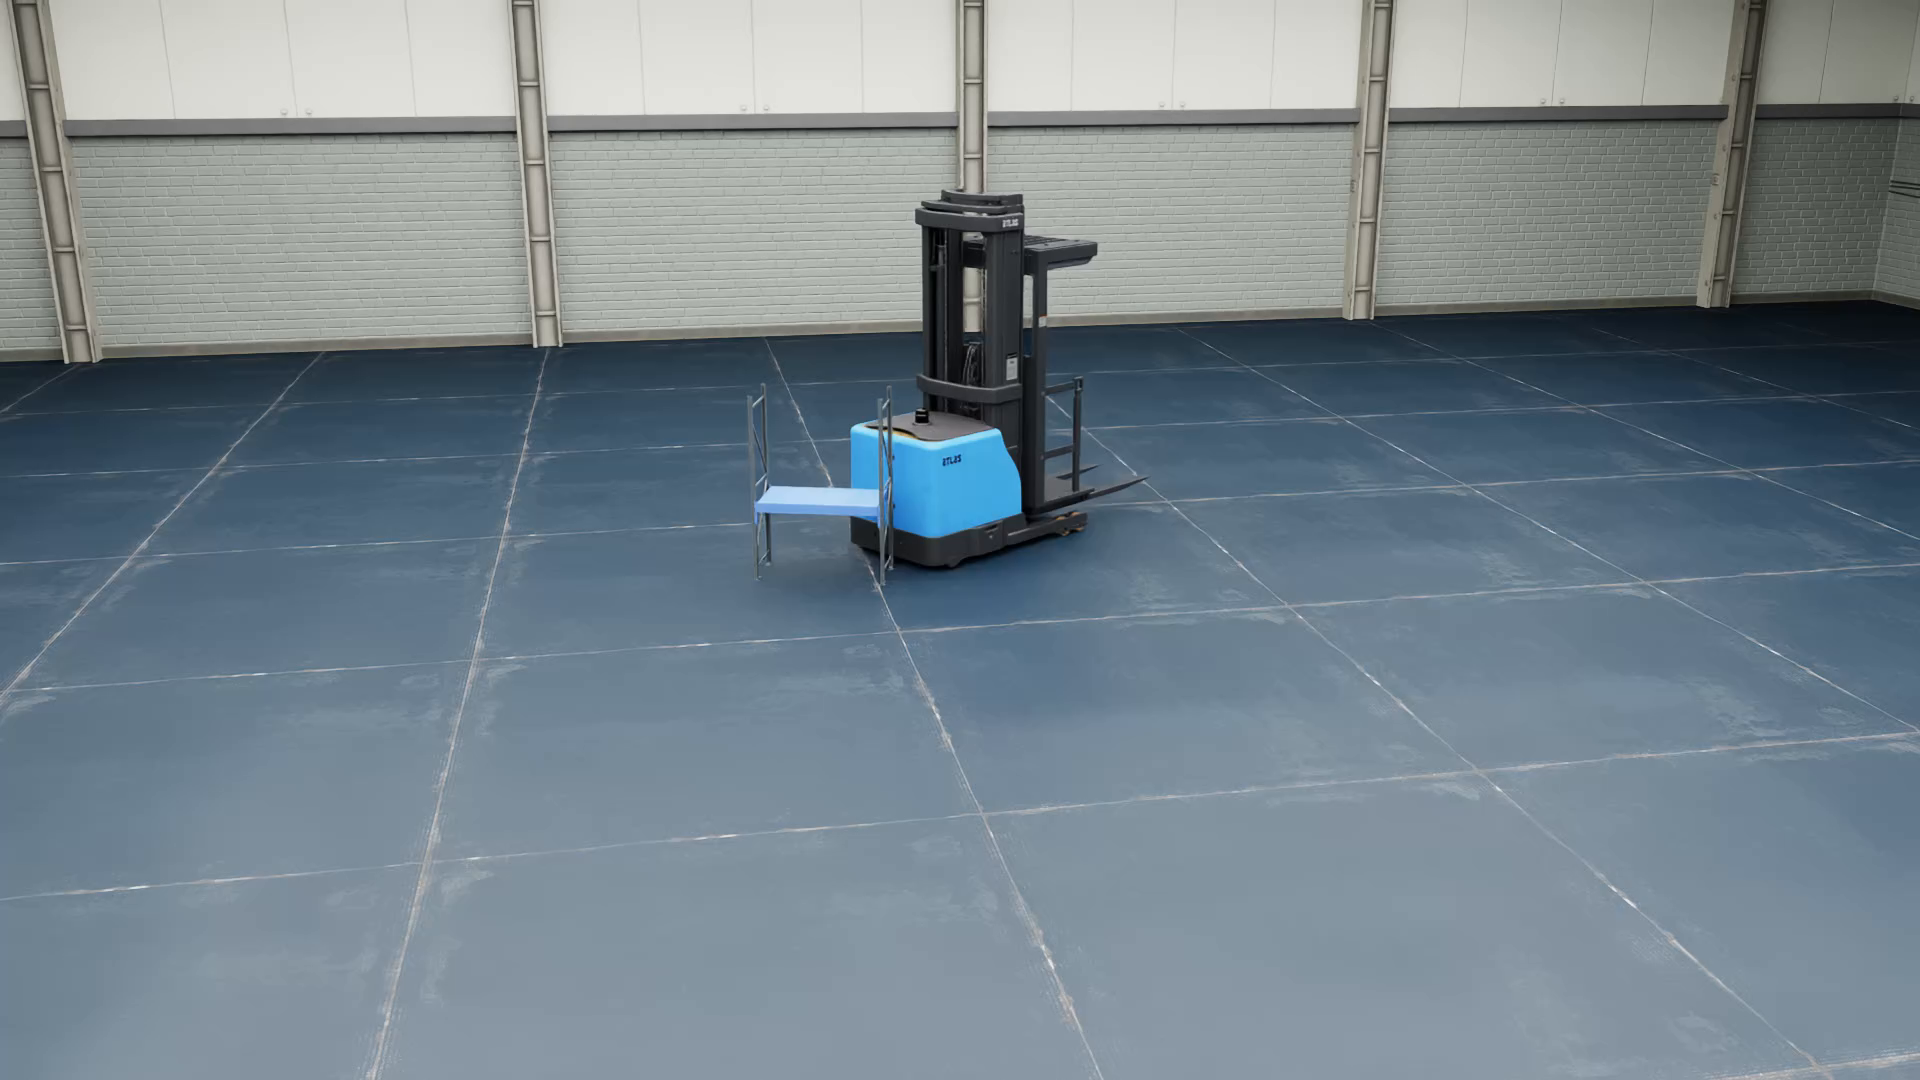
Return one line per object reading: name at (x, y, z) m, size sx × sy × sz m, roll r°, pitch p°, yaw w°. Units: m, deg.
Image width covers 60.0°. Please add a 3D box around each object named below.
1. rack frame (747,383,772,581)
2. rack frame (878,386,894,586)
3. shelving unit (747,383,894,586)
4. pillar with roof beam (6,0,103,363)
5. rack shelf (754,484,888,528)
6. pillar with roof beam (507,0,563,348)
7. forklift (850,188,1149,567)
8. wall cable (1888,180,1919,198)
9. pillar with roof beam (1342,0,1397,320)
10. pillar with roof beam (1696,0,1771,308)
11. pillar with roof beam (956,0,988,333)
rack frame at (-1.595, -0.461, 13.260) m, size 0.032 × 1.500 × 0.500 m, roll 2°, pitch 17°, yaw 6°
rack frame at (-0.585, -0.427, 13.147) m, size 0.032 × 1.500 × 0.500 m, roll 2°, pitch 17°, yaw 6°
shelving unit at (-1.090, -0.444, 13.203) m, size 1.048 × 1.500 × 0.538 m, roll 2°, pitch 17°, yaw 6°
pillar with roof beam at (-10.803, -5.440, 16.695) m, size 0.400 × 9.000 × 9.100 m, roll -3°, pitch 17°, yaw -10°
rack shelf at (-1.090, -0.272, 13.256) m, size 1.000 × 0.185 × 0.538 m, roll 2°, pitch 17°, yaw 6°
pillar with roof beam at (-4.912, -5.774, 17.783) m, size 0.400 × 9.000 × 9.100 m, roll -3°, pitch 17°, yaw -10°
forklift at (0.469, -1.532, 14.308) m, size 1.130 × 2.935 × 3.031 m, roll 16°, pitch 23°, yaw 42°
wall cable at (15.088, -6.316, 24.837) m, size 0.112 × 2.526 × 3.097 m, roll -3°, pitch 17°, yaw -10°
pillar with roof beam at (6.870, -6.442, 19.959) m, size 0.400 × 9.000 × 9.100 m, roll -3°, pitch 17°, yaw -10°
pillar with roof beam at (12.761, -6.776, 21.047) m, size 0.400 × 9.000 × 9.100 m, roll -3°, pitch 17°, yaw -10°
pillar with roof beam at (0.979, -6.108, 18.871) m, size 0.400 × 9.000 × 9.100 m, roll -3°, pitch 17°, yaw -10°
